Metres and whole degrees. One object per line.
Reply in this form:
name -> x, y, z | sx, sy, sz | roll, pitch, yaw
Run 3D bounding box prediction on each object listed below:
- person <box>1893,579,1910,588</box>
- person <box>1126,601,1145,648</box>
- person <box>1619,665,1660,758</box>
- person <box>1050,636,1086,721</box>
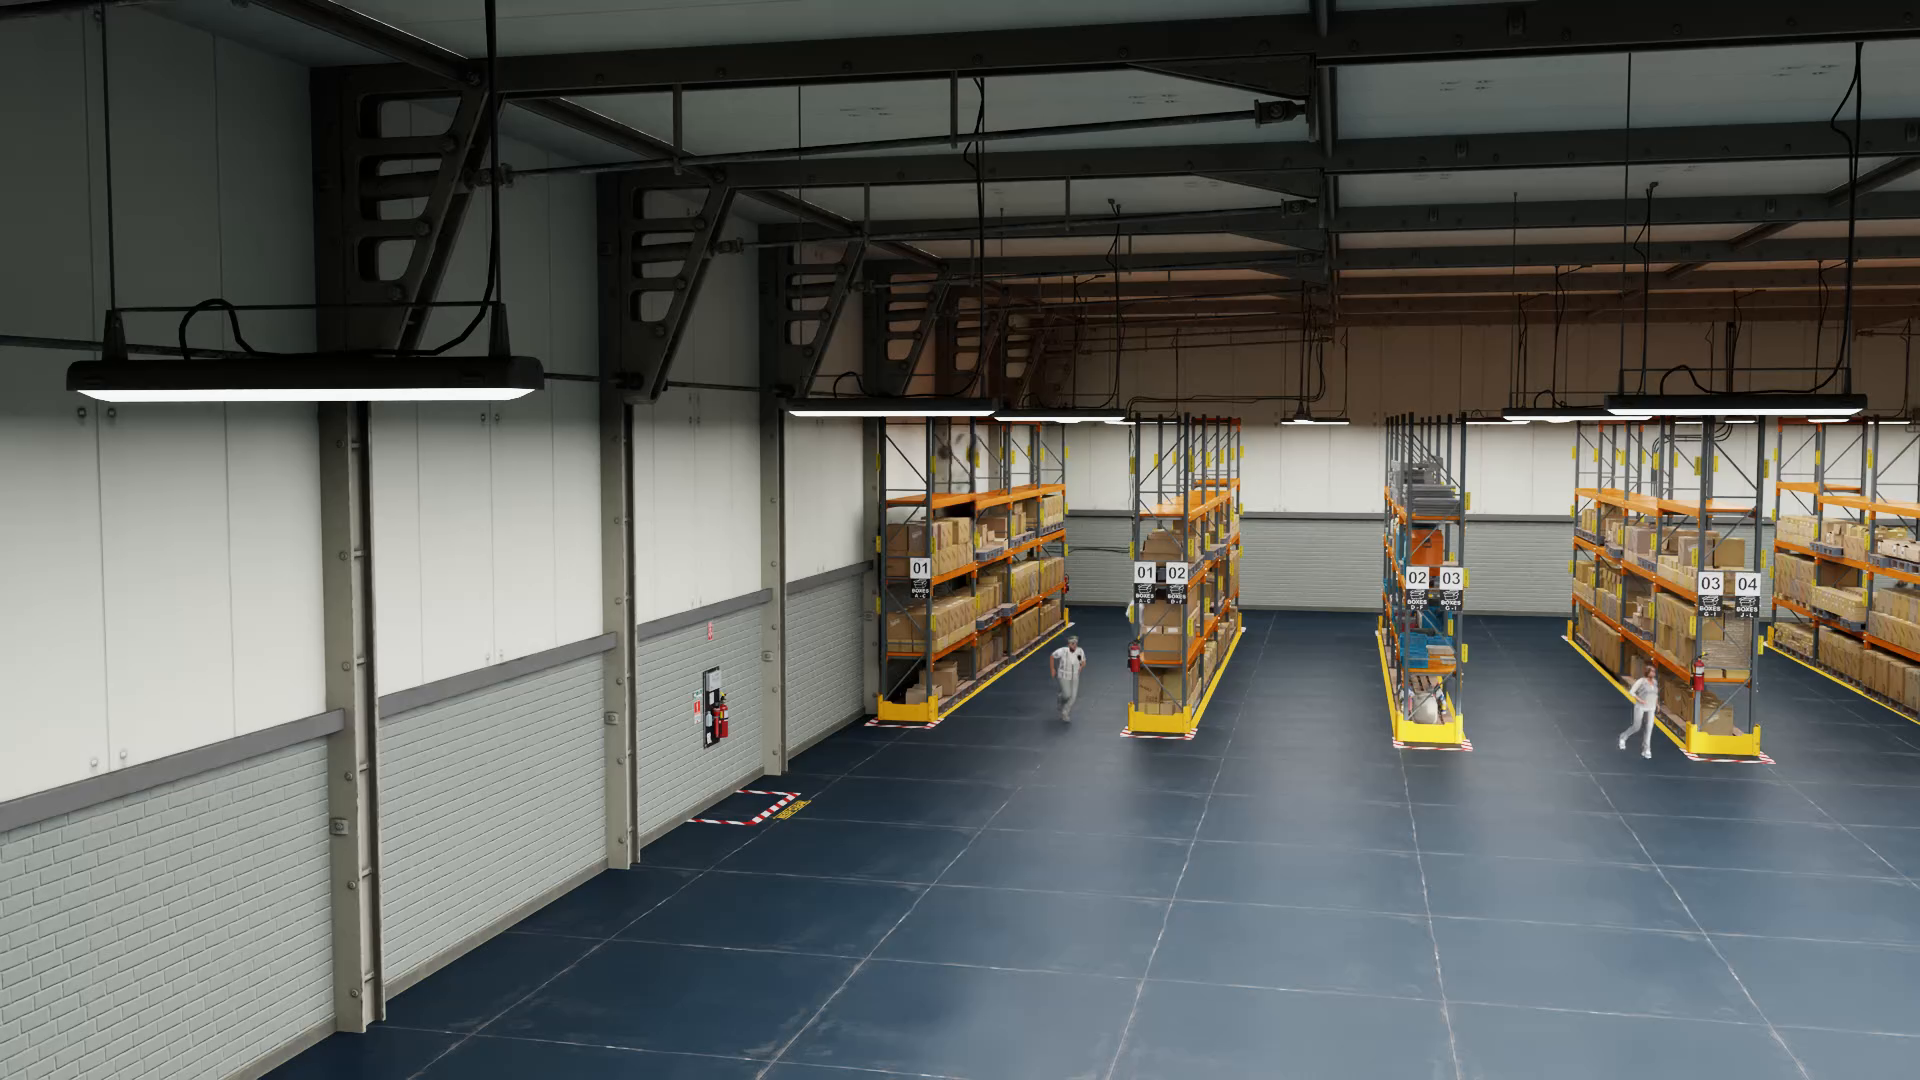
person -> 25.524, 1.812, 45.185 | 0.762, 1.784, 0.625 | -1, 4, -13
person -> 4.474, 2.096, 41.646 | 0.627, 1.698, 0.761 | 1, 4, 8
person -> 11.973, 2.966, 29.026 | 0.602, 1.562, 0.867 | -1, 4, -9
person -> 2.134, 2.693, 32.451 | 0.652, 1.700, 0.743 | -1, 4, -20
